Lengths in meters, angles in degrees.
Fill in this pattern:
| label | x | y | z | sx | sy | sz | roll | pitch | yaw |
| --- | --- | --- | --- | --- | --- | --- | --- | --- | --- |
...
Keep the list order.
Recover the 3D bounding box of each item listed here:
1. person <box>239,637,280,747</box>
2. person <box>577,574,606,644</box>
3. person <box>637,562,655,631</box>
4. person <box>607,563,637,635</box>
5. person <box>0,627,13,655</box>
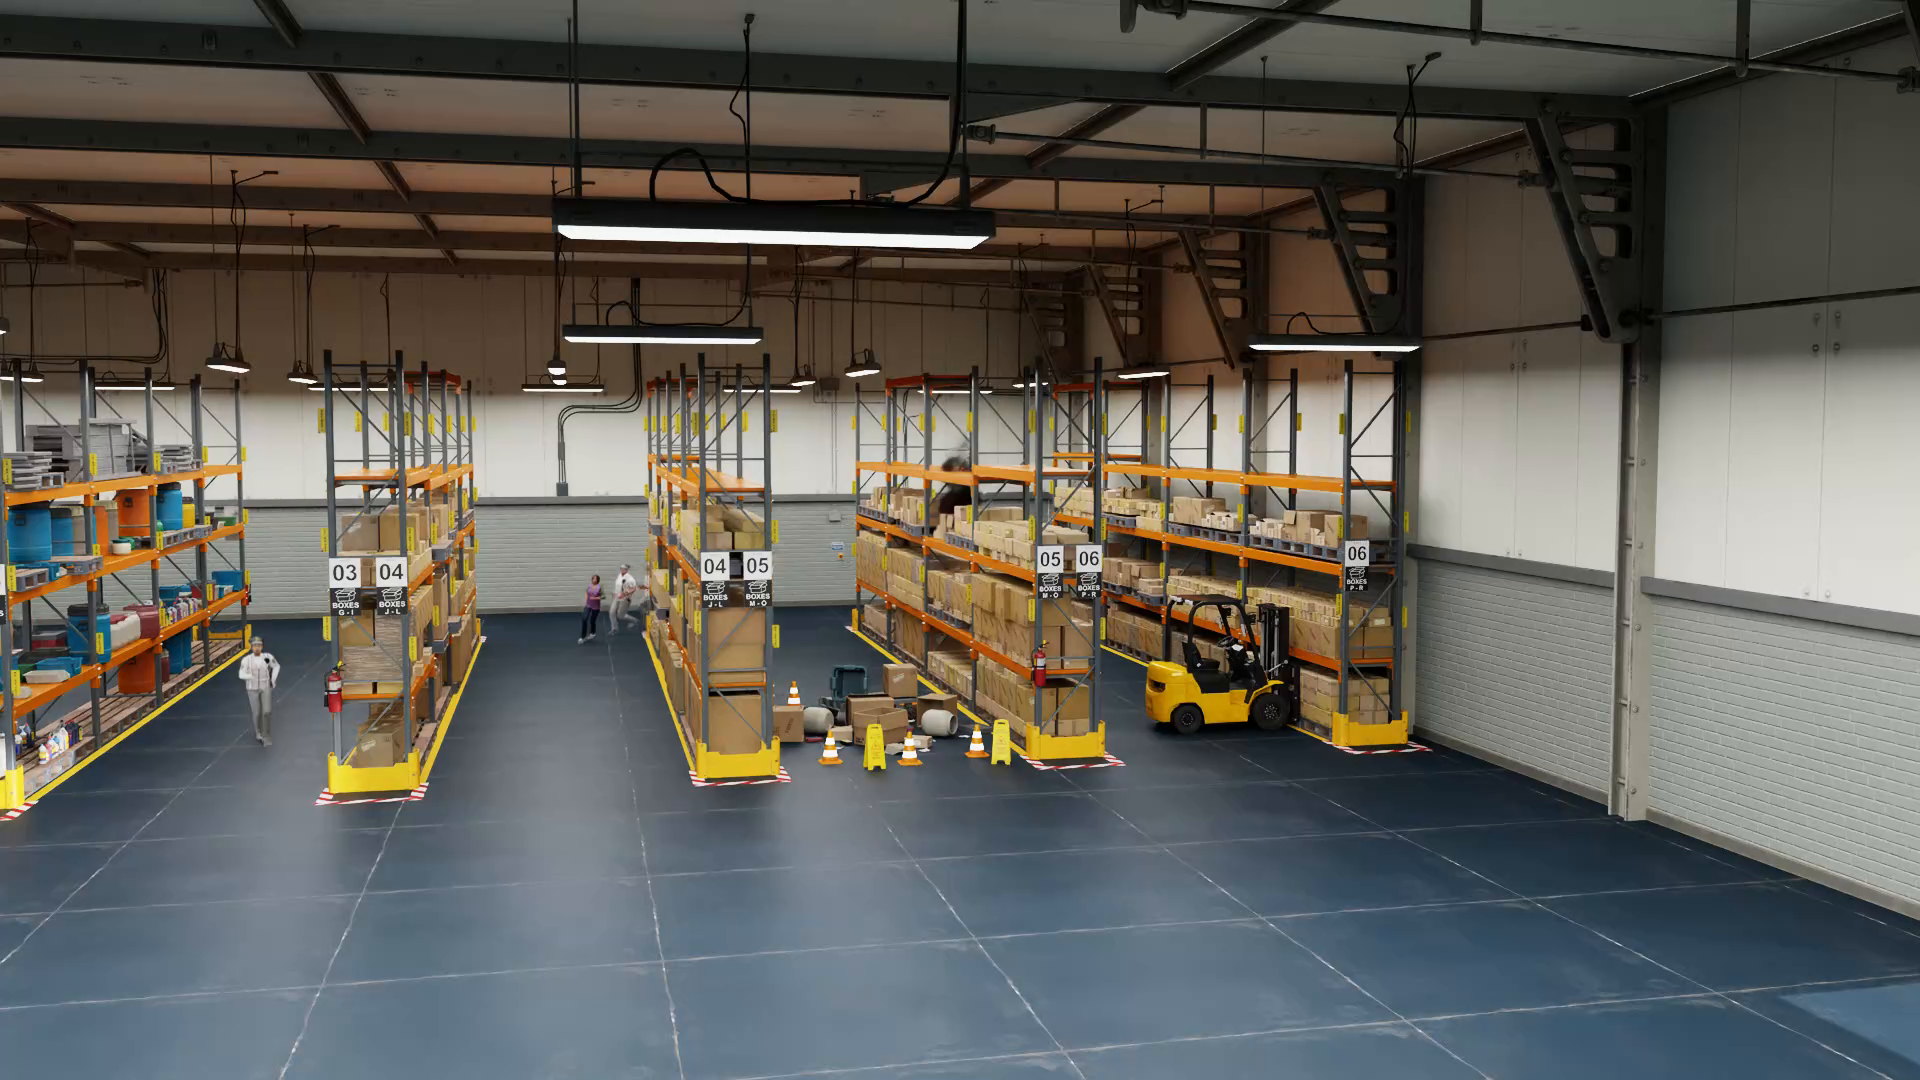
| label | x | y | z | sx | sy | sz | roll | pitch | yaw |
| --- | --- | --- | --- | --- | --- | --- | --- | --- | --- |
| person | -10.922 | 2.364 | 25.938 | 0.590 | 1.740 | 0.726 | -2 | 4 | -21 |
| person | -8.404 | 1.566 | 38.204 | 0.610 | 1.592 | 0.764 | 0 | 4 | 4 |
| person | -7.438 | 1.357 | 40.116 | 0.694 | 1.788 | 0.681 | -2 | 4 | -23 |
| person | -7.986 | 1.402 | 39.666 | 0.704 | 1.744 | 0.742 | 3 | 5 | 40 |
| person | -17.564 | 2.060 | 30.262 | 0.520 | 1.709 | 0.816 | -1 | 4 | -16 |
